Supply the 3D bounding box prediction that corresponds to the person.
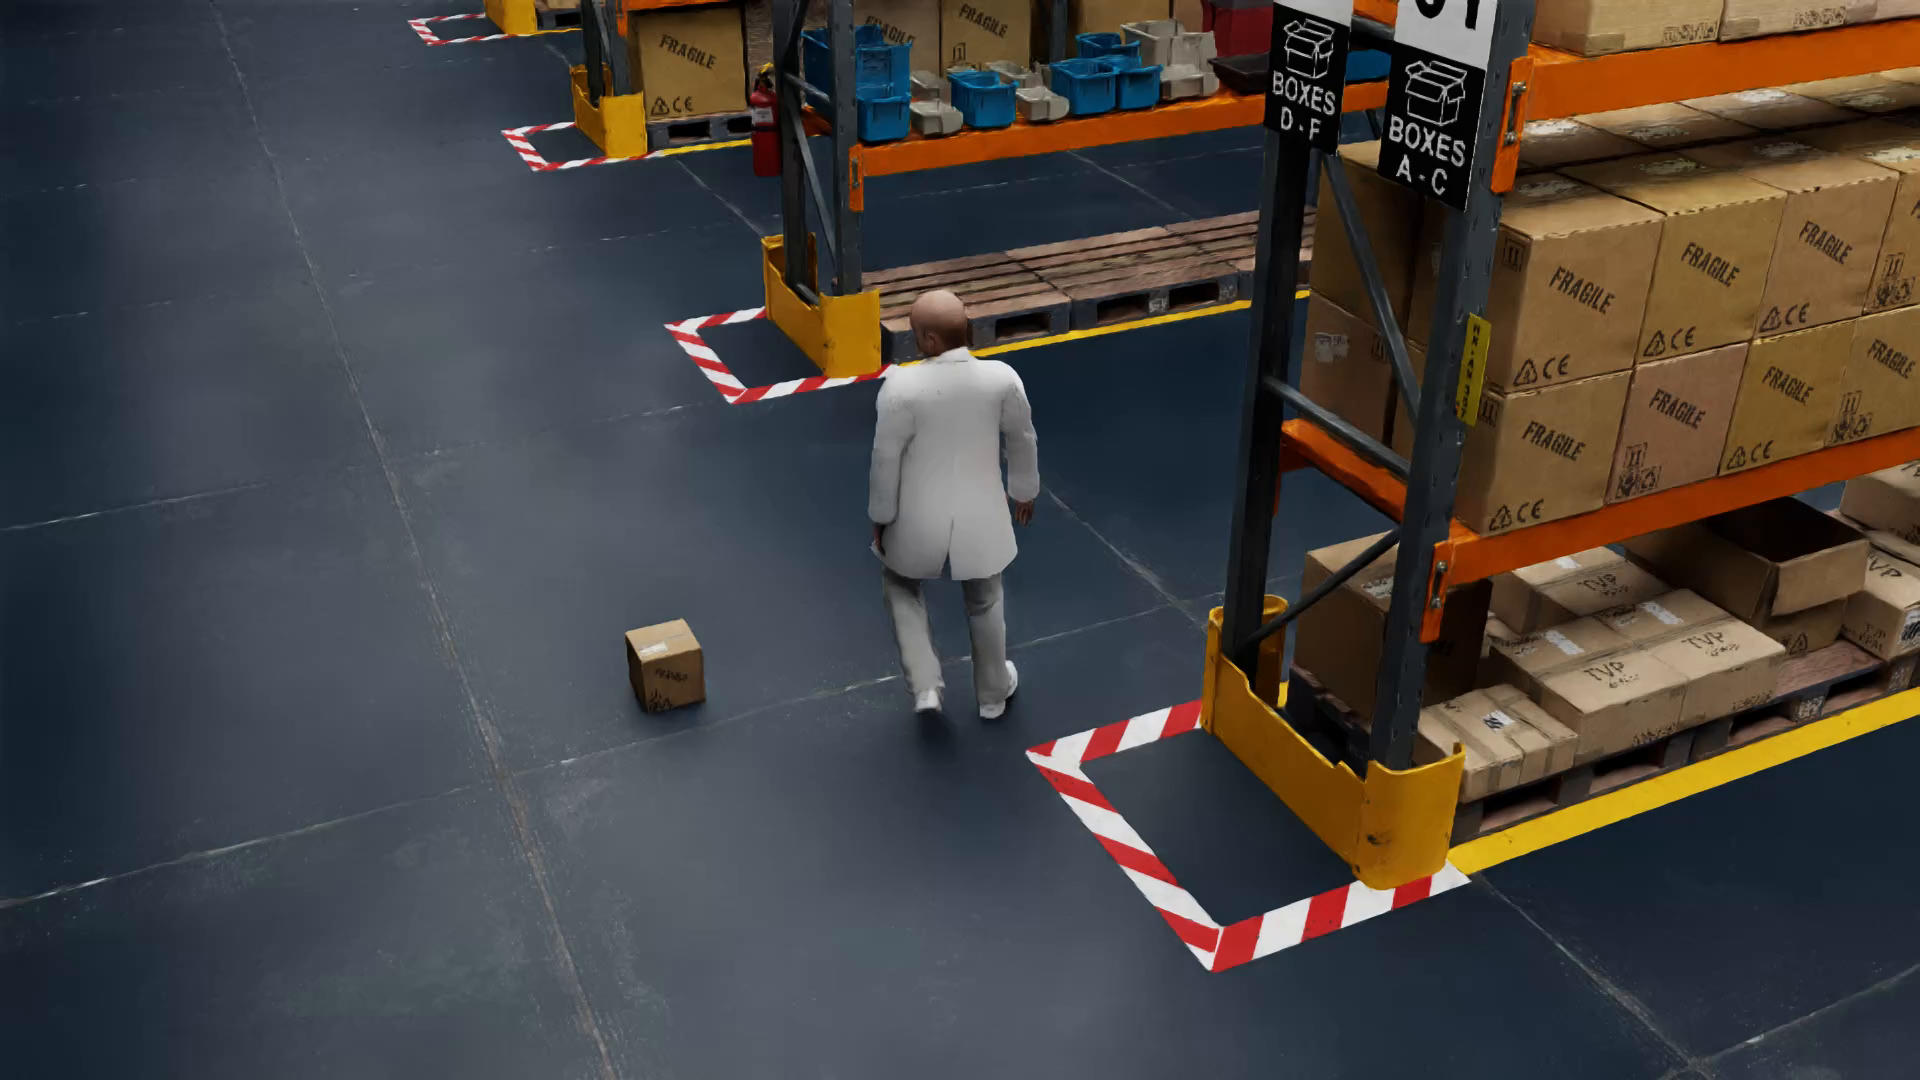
[{"bbox_3d":[-0.012,-0.087,6.259,0.669,1.779,0.533,-4,29,-7],"label":"person"}]
